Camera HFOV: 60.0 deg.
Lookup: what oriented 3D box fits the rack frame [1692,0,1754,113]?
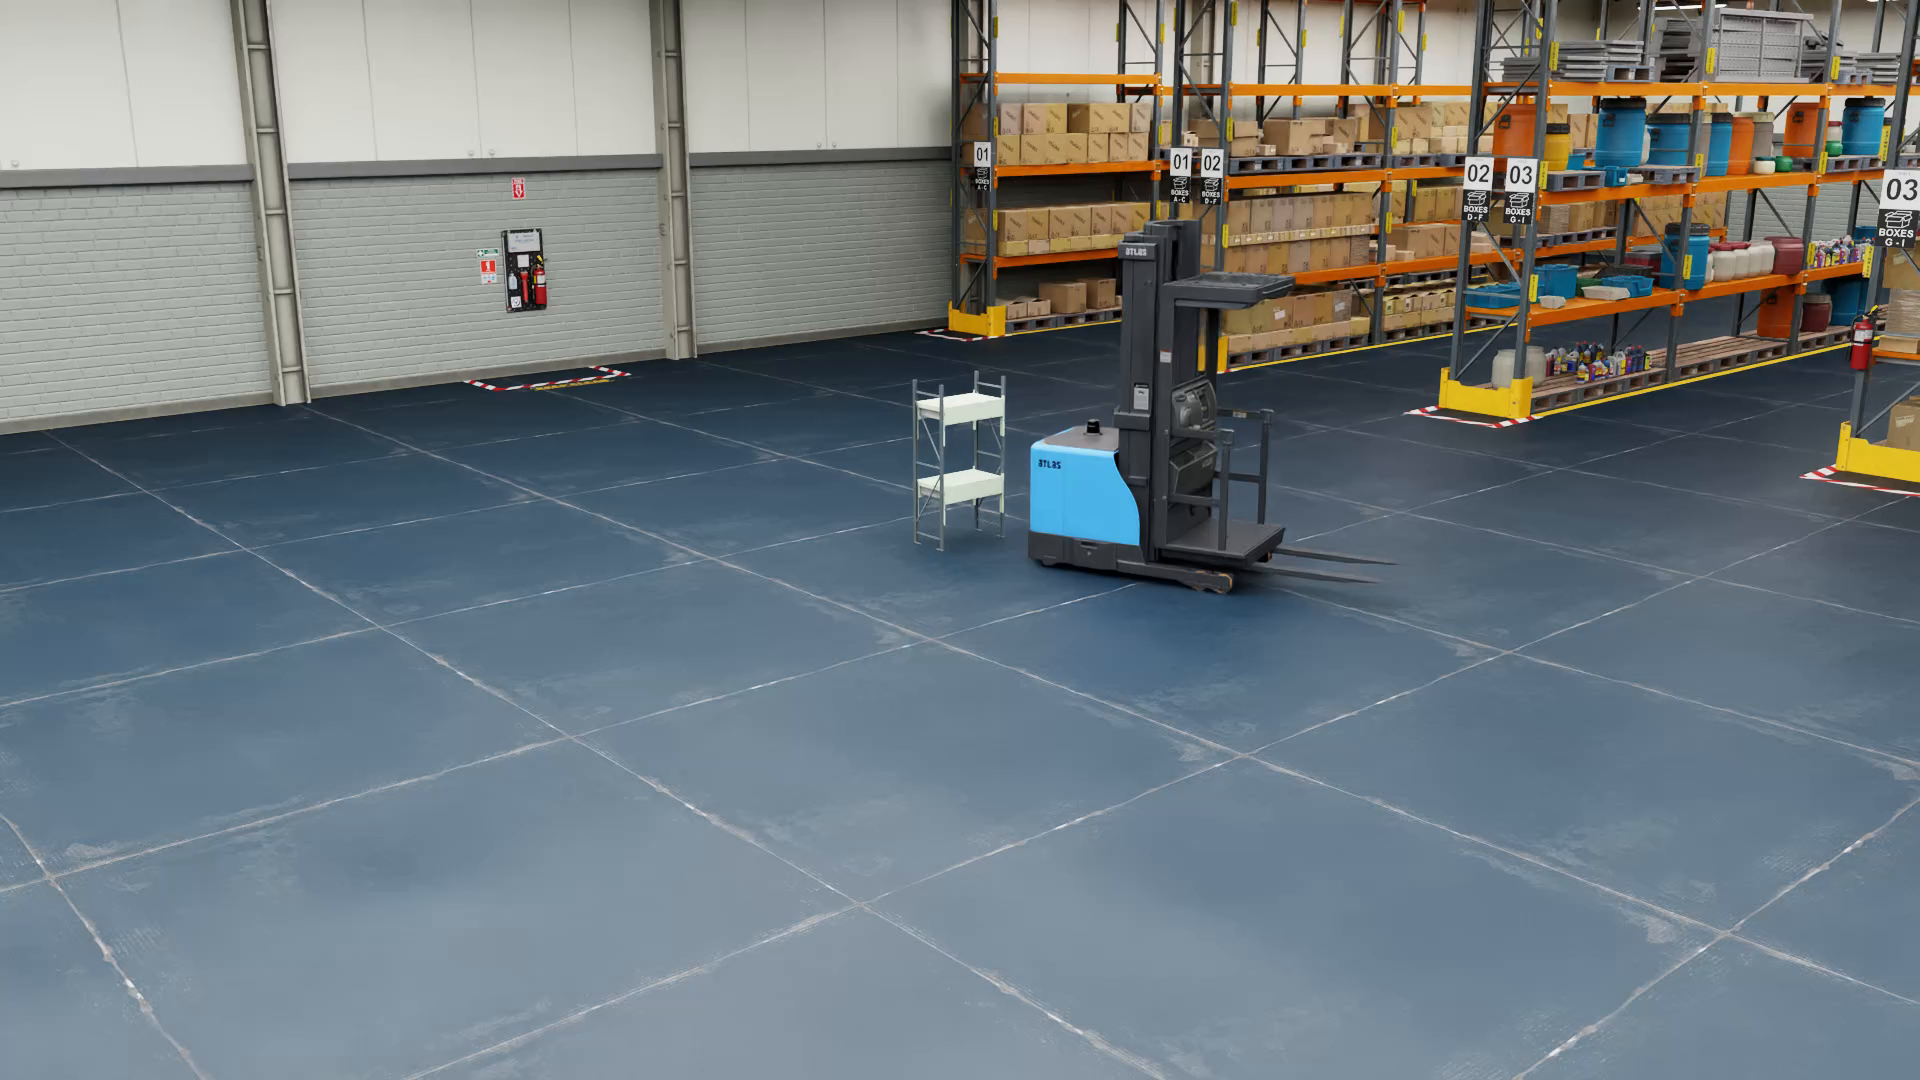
[{"bbox_3d":[15.553,-9.663,33.988,0.127,3.000,1.000,-13,19,-39],"label":"rack frame"}]

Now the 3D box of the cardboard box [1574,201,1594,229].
[{"bbox_3d":[11.555,-6.173,31.539,0.500,0.500,0.700,-9,17,-31],"label":"cardboard box"}]

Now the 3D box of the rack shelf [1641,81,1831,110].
[{"bbox_3d":[11.258,-6.463,24.178,4.000,0.370,1.077,-13,19,-39],"label":"rack shelf"}]

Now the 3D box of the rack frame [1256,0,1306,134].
[{"bbox_3d":[6.264,-9.271,32.522,0.127,3.000,1.000,-13,19,-39],"label":"rack frame"}]

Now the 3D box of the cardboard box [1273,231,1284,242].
[{"bbox_3d":[4.698,-4.616,25.266,0.250,0.149,0.380,-14,20,-41],"label":"cardboard box"}]

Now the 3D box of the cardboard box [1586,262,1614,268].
[{"bbox_3d":[12.780,-5.244,33.059,0.500,0.500,0.500,-13,19,-39],"label":"cardboard box"}]

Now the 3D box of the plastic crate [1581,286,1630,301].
[{"bbox_3d":[8.691,-3.315,22.359,0.437,0.136,0.530,-13,19,-39],"label":"plastic crate"}]

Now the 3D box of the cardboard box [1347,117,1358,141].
[{"bbox_3d":[7.748,-8.454,34.228,0.500,0.500,0.700,-13,20,-39],"label":"cardboard box"}]

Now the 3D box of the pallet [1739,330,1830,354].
[{"bbox_3d":[13.335,-3.239,26.966,1.213,0.211,1.003,-13,19,-39],"label":"pallet"}]

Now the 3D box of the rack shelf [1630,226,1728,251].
[{"bbox_3d":[14.045,-6.078,33.587,4.000,0.370,1.077,-13,19,-39],"label":"rack shelf"}]

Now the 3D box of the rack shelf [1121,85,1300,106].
[{"bbox_3d":[4.755,-8.392,31.399,4.000,0.370,1.077,-13,19,-39],"label":"rack shelf"}]

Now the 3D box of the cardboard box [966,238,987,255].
[{"bbox_3d":[0.454,-5.072,28.678,0.500,0.250,0.500,-12,19,-39],"label":"cardboard box"}]

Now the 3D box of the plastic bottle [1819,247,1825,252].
[{"bbox_3d":[14.408,-4.805,27.809,0.097,0.201,0.097,0,15,0],"label":"plastic bottle"}]

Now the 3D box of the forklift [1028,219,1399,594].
[{"bbox_3d":[2.134,-1.130,13.800,3.031,2.935,1.130,8,17,27],"label":"forklift"}]

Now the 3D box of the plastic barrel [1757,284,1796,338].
[{"bbox_3d":[13.125,-3.685,26.625,0.708,0.830,0.600,-13,19,-39],"label":"plastic barrel"}]

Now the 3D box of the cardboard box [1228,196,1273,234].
[{"bbox_3d":[4.277,-4.905,25.093,0.500,0.500,0.700,-13,20,-41],"label":"cardboard box"}]

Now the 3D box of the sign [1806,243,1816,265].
[{"bbox_3d":[13.134,-4.417,25.659,0.005,0.325,0.100,-13,19,-39],"label":"sign"}]

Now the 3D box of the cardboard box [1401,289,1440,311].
[{"bbox_3d":[7.747,-4.070,28.103,0.500,0.311,0.500,-14,20,-41],"label":"cardboard box"}]

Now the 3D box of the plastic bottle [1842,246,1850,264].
[{"bbox_3d":[14.352,-4.630,27.011,0.135,0.276,0.152,-13,19,-39],"label":"plastic bottle"}]

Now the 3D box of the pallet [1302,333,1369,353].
[{"bbox_3d":[5.873,-3.258,27.038,1.213,0.211,1.003,-13,19,-39],"label":"pallet"}]

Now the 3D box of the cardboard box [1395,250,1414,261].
[{"bbox_3d":[7.304,-4.721,27.597,0.250,0.149,0.380,-13,19,-39],"label":"cardboard box"}]

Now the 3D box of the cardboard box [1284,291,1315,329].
[{"bbox_3d":[5.167,-3.592,25.946,0.500,0.500,0.500,-13,19,-39],"label":"cardboard box"}]

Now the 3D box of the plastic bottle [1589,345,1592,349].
[{"bbox_3d":[8.996,-2.635,23.726,0.135,0.276,0.152,-12,19,-37],"label":"plastic bottle"}]

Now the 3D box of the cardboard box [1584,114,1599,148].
[{"bbox_3d":[11.618,-7.647,31.052,0.600,0.600,0.600,-13,20,-40],"label":"cardboard box"}]

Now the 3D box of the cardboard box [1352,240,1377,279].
[{"bbox_3d":[8.208,-5.928,34.984,0.750,0.750,0.750,-12,19,-38],"label":"cardboard box"}]

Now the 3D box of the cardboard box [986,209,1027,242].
[{"bbox_3d":[0.786,-5.340,28.227,0.500,0.500,0.500,-13,19,-39],"label":"cardboard box"}]

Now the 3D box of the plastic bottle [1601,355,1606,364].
[{"bbox_3d":[8.869,-2.408,22.865,0.133,0.283,0.061,-13,19,-39],"label":"plastic bottle"}]

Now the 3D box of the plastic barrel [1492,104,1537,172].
[{"bbox_3d":[7.015,-5.056,20.907,0.708,0.830,0.600,-13,19,-39],"label":"plastic barrel"}]

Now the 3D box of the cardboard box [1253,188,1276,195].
[{"bbox_3d":[6.023,-6.883,32.903,0.380,0.149,0.250,13,20,40],"label":"cardboard box"}]

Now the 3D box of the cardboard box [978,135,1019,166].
[{"bbox_3d":[0.645,-6.533,27.850,0.500,0.500,0.500,-12,19,-38],"label":"cardboard box"}]

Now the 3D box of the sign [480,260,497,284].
[{"bbox_3d":[-6.711,-3.821,23.673,0.234,0.329,0.001,-13,19,-39],"label":"sign"}]

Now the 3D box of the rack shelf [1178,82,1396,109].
[{"bbox_3d":[4.992,-6.751,25.254,4.000,0.370,1.077,-13,19,-39],"label":"rack shelf"}]

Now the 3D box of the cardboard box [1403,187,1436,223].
[{"bbox_3d":[9.701,-7.284,36.127,0.700,0.700,0.980,-12,19,-39],"label":"cardboard box"}]

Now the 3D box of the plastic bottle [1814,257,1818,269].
[{"bbox_3d":[13.485,-4.390,26.256,0.097,0.201,0.097,0,15,0],"label":"plastic bottle"}]

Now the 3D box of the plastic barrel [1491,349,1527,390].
[{"bbox_3d":[7.178,-2.216,21.742,0.421,0.512,0.421,0,15,0],"label":"plastic barrel"}]

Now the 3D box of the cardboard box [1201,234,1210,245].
[{"bbox_3d":[3.647,-4.518,24.900,0.250,0.149,0.380,-13,20,-40],"label":"cardboard box"}]

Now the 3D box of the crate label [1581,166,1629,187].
[{"bbox_3d":[8.361,-4.719,21.581,0.408,0.251,0.502,-13,19,-39],"label":"crate label"}]

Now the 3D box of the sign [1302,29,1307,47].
[{"bbox_3d":[6.627,-9.657,32.002,0.005,0.325,0.100,-13,19,-39],"label":"sign"}]

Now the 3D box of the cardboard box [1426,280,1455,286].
[{"bbox_3d":[8.540,-4.433,29.460,0.500,0.311,0.500,-13,20,-41],"label":"cardboard box"}]

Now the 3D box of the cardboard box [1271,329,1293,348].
[{"bbox_3d":[4.786,-3.146,25.730,0.500,0.250,0.500,-13,19,-39],"label":"cardboard box"}]

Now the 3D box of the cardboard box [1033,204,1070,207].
[{"bbox_3d":[1.598,-5.696,29.559,0.500,0.500,0.500,-12,19,-39],"label":"cardboard box"}]

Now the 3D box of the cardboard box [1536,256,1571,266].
[{"bbox_3d":[11.257,-5.250,31.631,0.500,0.250,0.500,-13,19,-39],"label":"cardboard box"}]

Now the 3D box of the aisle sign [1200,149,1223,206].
[{"bbox_3d":[3.635,-5.239,24.015,0.004,0.787,0.394,-13,19,-39],"label":"aisle sign"}]

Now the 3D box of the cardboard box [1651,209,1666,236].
[{"bbox_3d":[13.483,-6.256,32.664,0.500,0.500,0.500,-12,19,-38],"label":"cardboard box"}]

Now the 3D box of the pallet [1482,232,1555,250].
[{"bbox_3d":[9.984,-5.445,30.194,1.003,0.211,1.213,-13,19,-39],"label":"pallet"}]

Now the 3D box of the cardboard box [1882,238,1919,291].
[{"bbox_3d":[10.236,-2.941,17.741,0.500,0.500,0.500,-13,19,-39],"label":"cardboard box"}]

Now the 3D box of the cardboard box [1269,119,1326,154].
[{"bbox_3d":[5.176,-6.247,25.727,0.637,0.503,0.797,-10,18,-33],"label":"cardboard box"}]

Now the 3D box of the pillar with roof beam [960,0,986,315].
[{"bbox_3d":[3.015,-7.365,25.386,0.400,9.000,9.100,-13,19,-39],"label":"pillar with roof beam"}]

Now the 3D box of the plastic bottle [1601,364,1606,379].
[{"bbox_3d":[8.713,-2.288,22.573,0.097,0.201,0.097,0,15,0],"label":"plastic bottle"}]

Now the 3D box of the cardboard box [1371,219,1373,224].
[{"bbox_3d":[8.424,-6.659,34.817,0.250,0.149,0.380,-13,19,-39],"label":"cardboard box"}]

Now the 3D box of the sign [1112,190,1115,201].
[{"bbox_3d":[2.879,-6.362,31.013,0.005,0.325,0.100,-13,19,-39],"label":"sign"}]

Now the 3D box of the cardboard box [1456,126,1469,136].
[{"bbox_3d":[10.752,-8.916,36.288,0.500,0.250,0.500,-13,20,-41],"label":"cardboard box"}]

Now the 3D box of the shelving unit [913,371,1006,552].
[{"bbox_3d":[-0.005,-0.723,15.052,0.755,1.500,0.431,-13,19,-39],"label":"shelving unit"}]

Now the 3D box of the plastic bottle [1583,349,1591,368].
[{"bbox_3d":[8.838,-2.557,23.445,0.097,0.271,0.097,0,15,0],"label":"plastic bottle"}]

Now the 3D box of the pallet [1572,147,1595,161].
[{"bbox_3d":[11.218,-7.172,30.840,1.003,0.211,1.213,-13,19,-39],"label":"pallet"}]

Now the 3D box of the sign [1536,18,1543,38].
[{"bbox_3d":[9.885,-8.728,28.371,0.005,0.325,0.100,-13,19,-39],"label":"sign"}]

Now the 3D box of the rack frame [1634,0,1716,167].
[{"bbox_3d":[9.750,-6.665,22.765,0.127,3.000,1.000,-13,19,-39],"label":"rack frame"}]

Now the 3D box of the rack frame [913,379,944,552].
[{"bbox_3d":[-0.281,-0.661,14.820,0.023,1.500,0.400,-13,19,-39],"label":"rack frame"}]

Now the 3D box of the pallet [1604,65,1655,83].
[{"bbox_3d":[8.225,-6.028,21.520,1.213,0.211,1.003,-13,19,-39],"label":"pallet"}]
